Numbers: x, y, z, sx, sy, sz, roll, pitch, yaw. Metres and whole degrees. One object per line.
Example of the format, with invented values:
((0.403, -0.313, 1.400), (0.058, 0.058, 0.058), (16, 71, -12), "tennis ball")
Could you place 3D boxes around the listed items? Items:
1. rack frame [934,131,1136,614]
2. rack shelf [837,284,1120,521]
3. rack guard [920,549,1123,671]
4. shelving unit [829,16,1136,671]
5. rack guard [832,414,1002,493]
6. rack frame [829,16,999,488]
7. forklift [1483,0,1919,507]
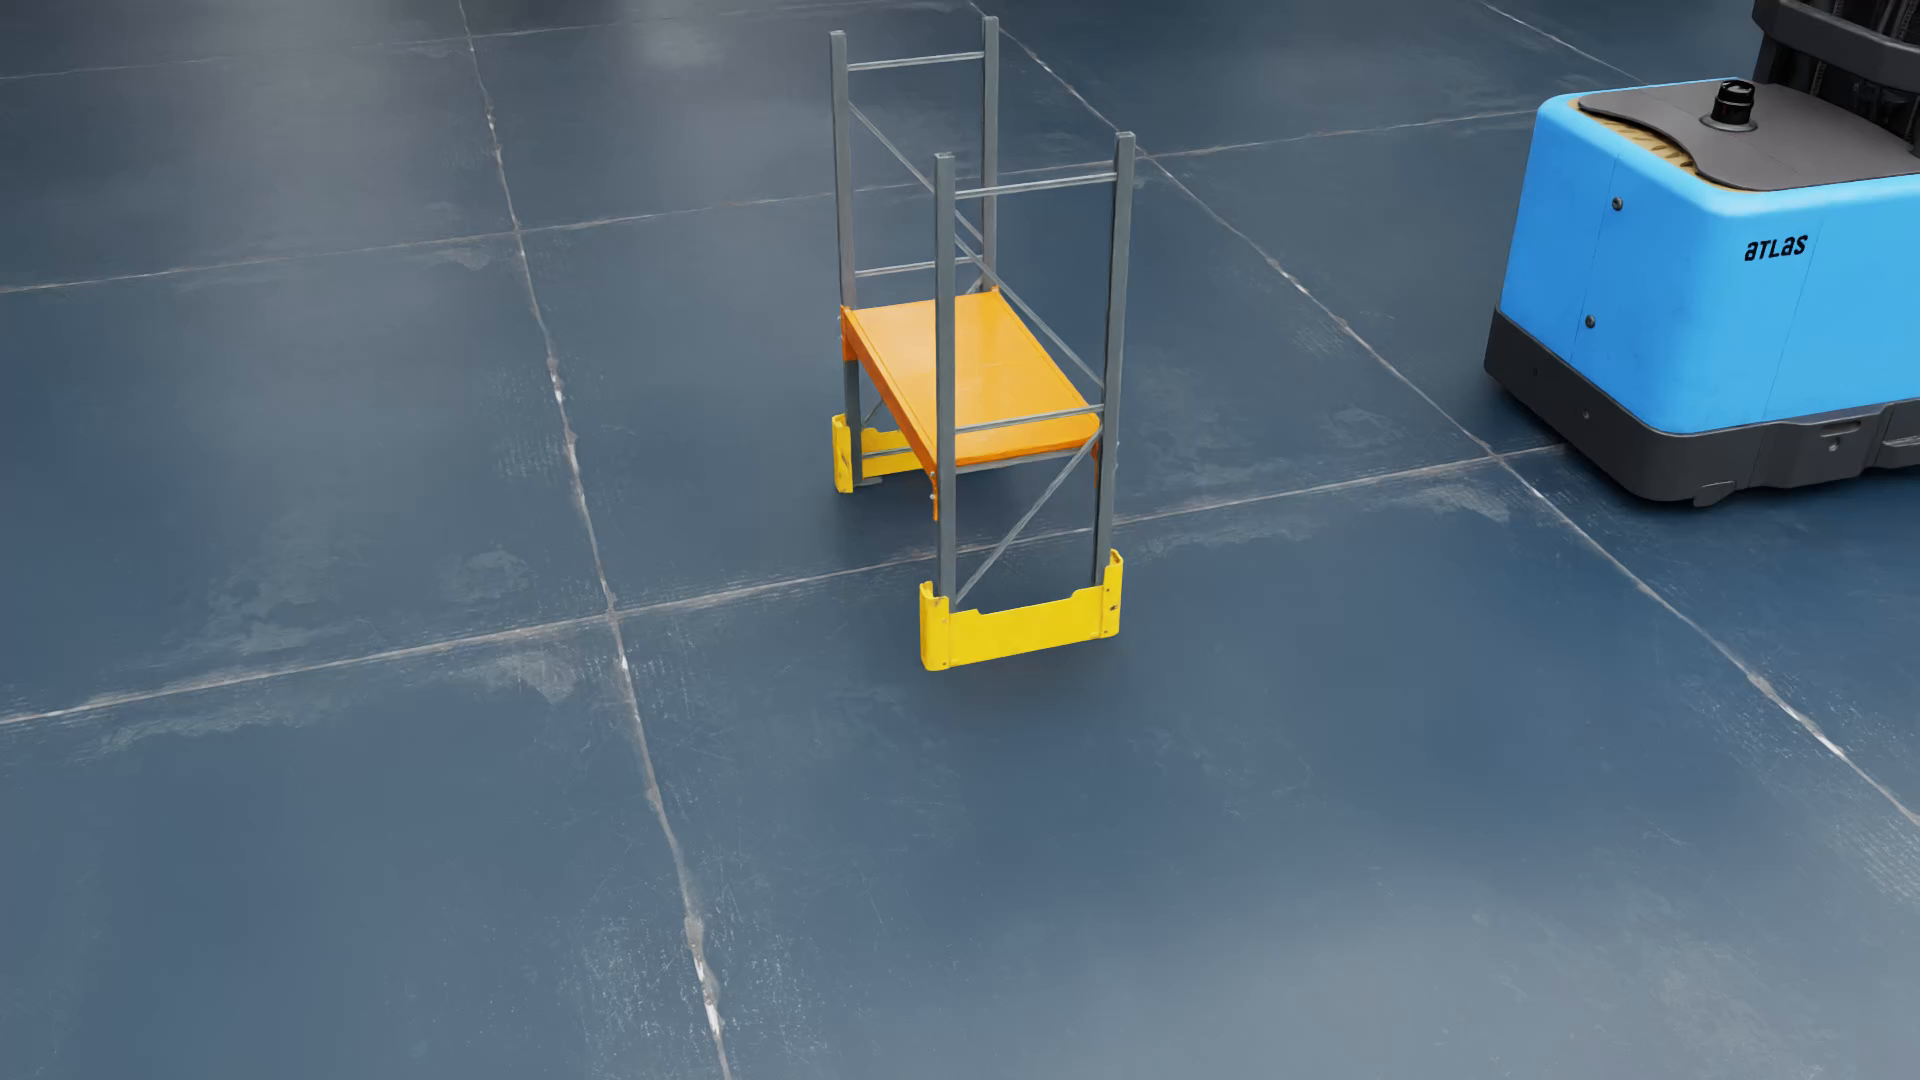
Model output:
((0.181, -0.314, 4.365), (0.500, 1.500, 0.032), (-10, 35, -15), "rack frame")
((0.026, -0.431, 4.868), (0.538, 0.185, 1.000), (-10, 35, -15), "rack shelf")
((0.175, 0.197, 4.725), (0.587, 0.250, 0.087), (-10, 35, -15), "rack guard")
((0.023, -0.586, 4.776), (0.587, 1.500, 1.083), (-10, 35, -15), "shelving unit")
((-0.129, -0.326, 5.516), (0.587, 0.250, 0.087), (-10, 35, -15), "rack guard")
((-0.129, -0.848, 5.173), (0.500, 1.500, 0.032), (-10, 35, -15), "rack frame")
((3.487, -1.781, 5.286), (3.031, 2.935, 1.130), (-9, 35, -13), "forklift")
